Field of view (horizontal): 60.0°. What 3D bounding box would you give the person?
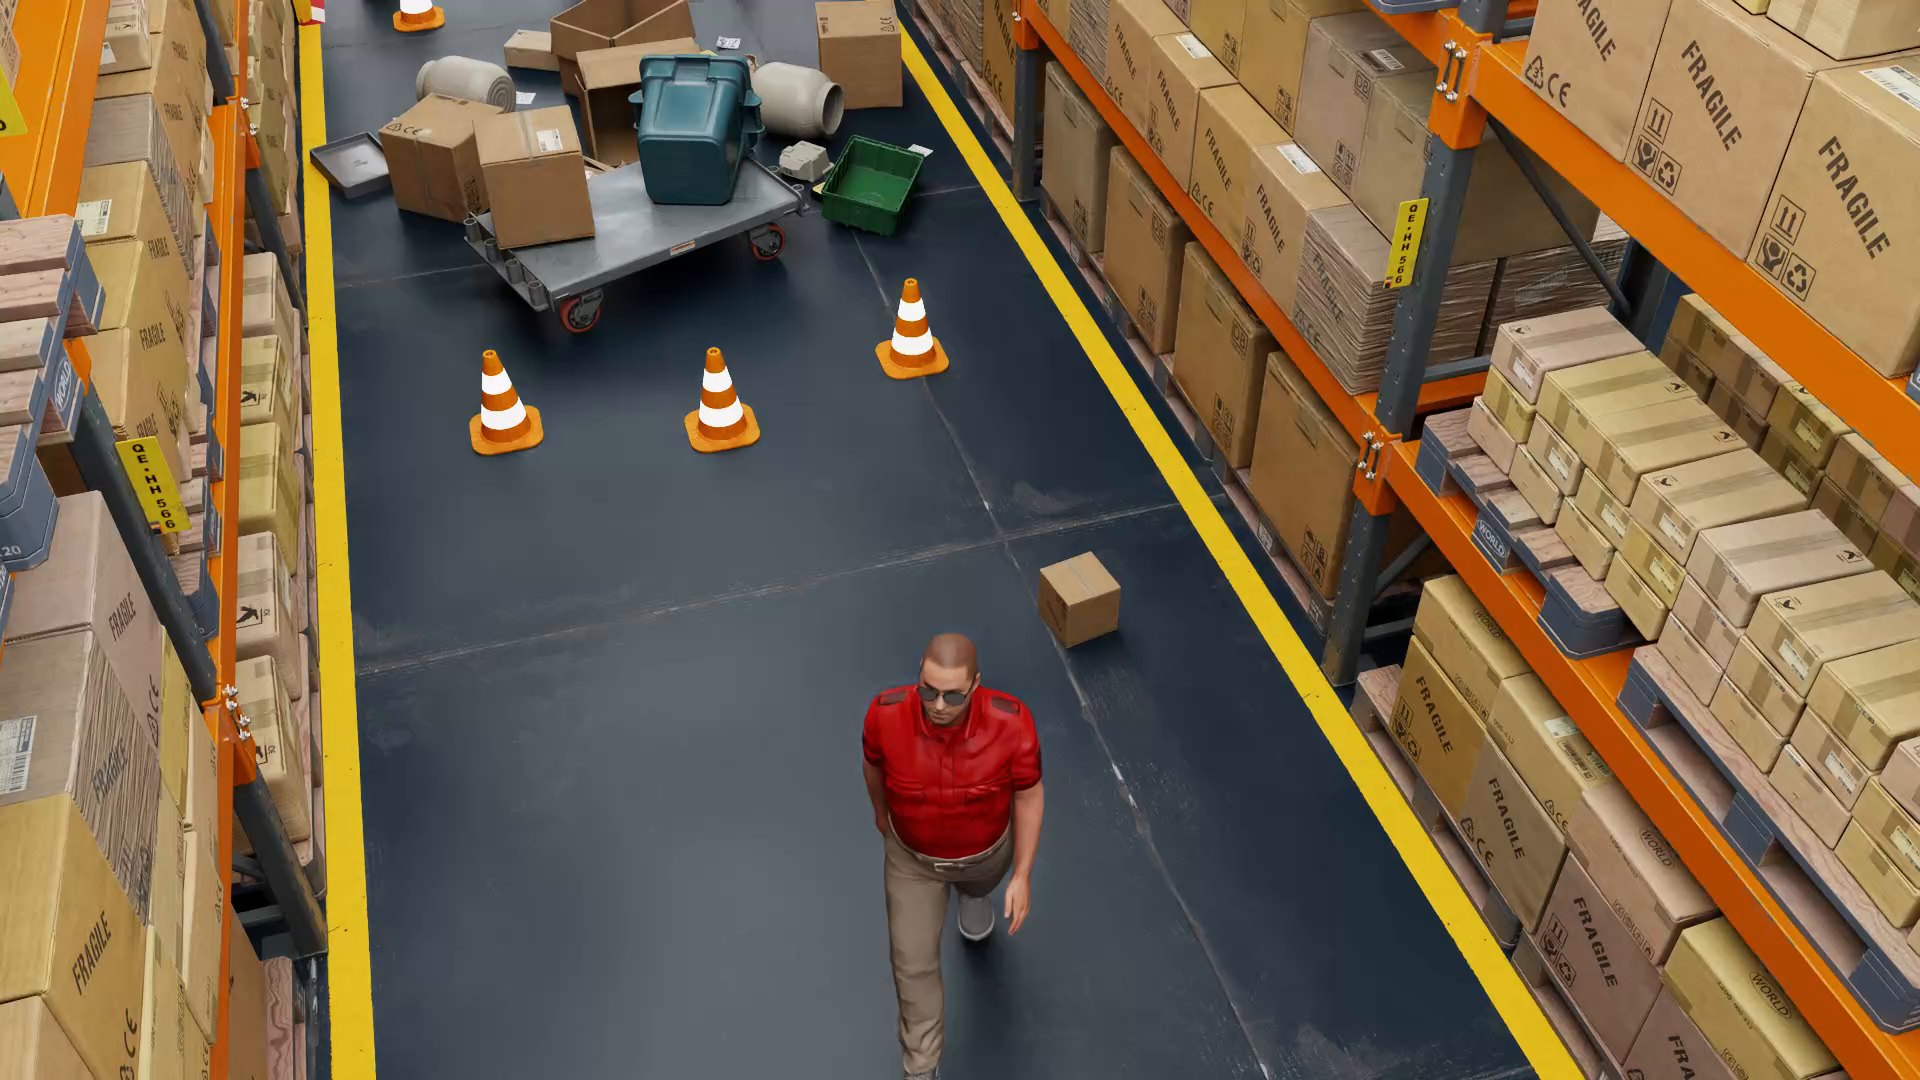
[{"bbox_3d":[-0.021,0.952,5.103,0.544,1.662,1.071,-1,42,-1],"label":"person"}]
